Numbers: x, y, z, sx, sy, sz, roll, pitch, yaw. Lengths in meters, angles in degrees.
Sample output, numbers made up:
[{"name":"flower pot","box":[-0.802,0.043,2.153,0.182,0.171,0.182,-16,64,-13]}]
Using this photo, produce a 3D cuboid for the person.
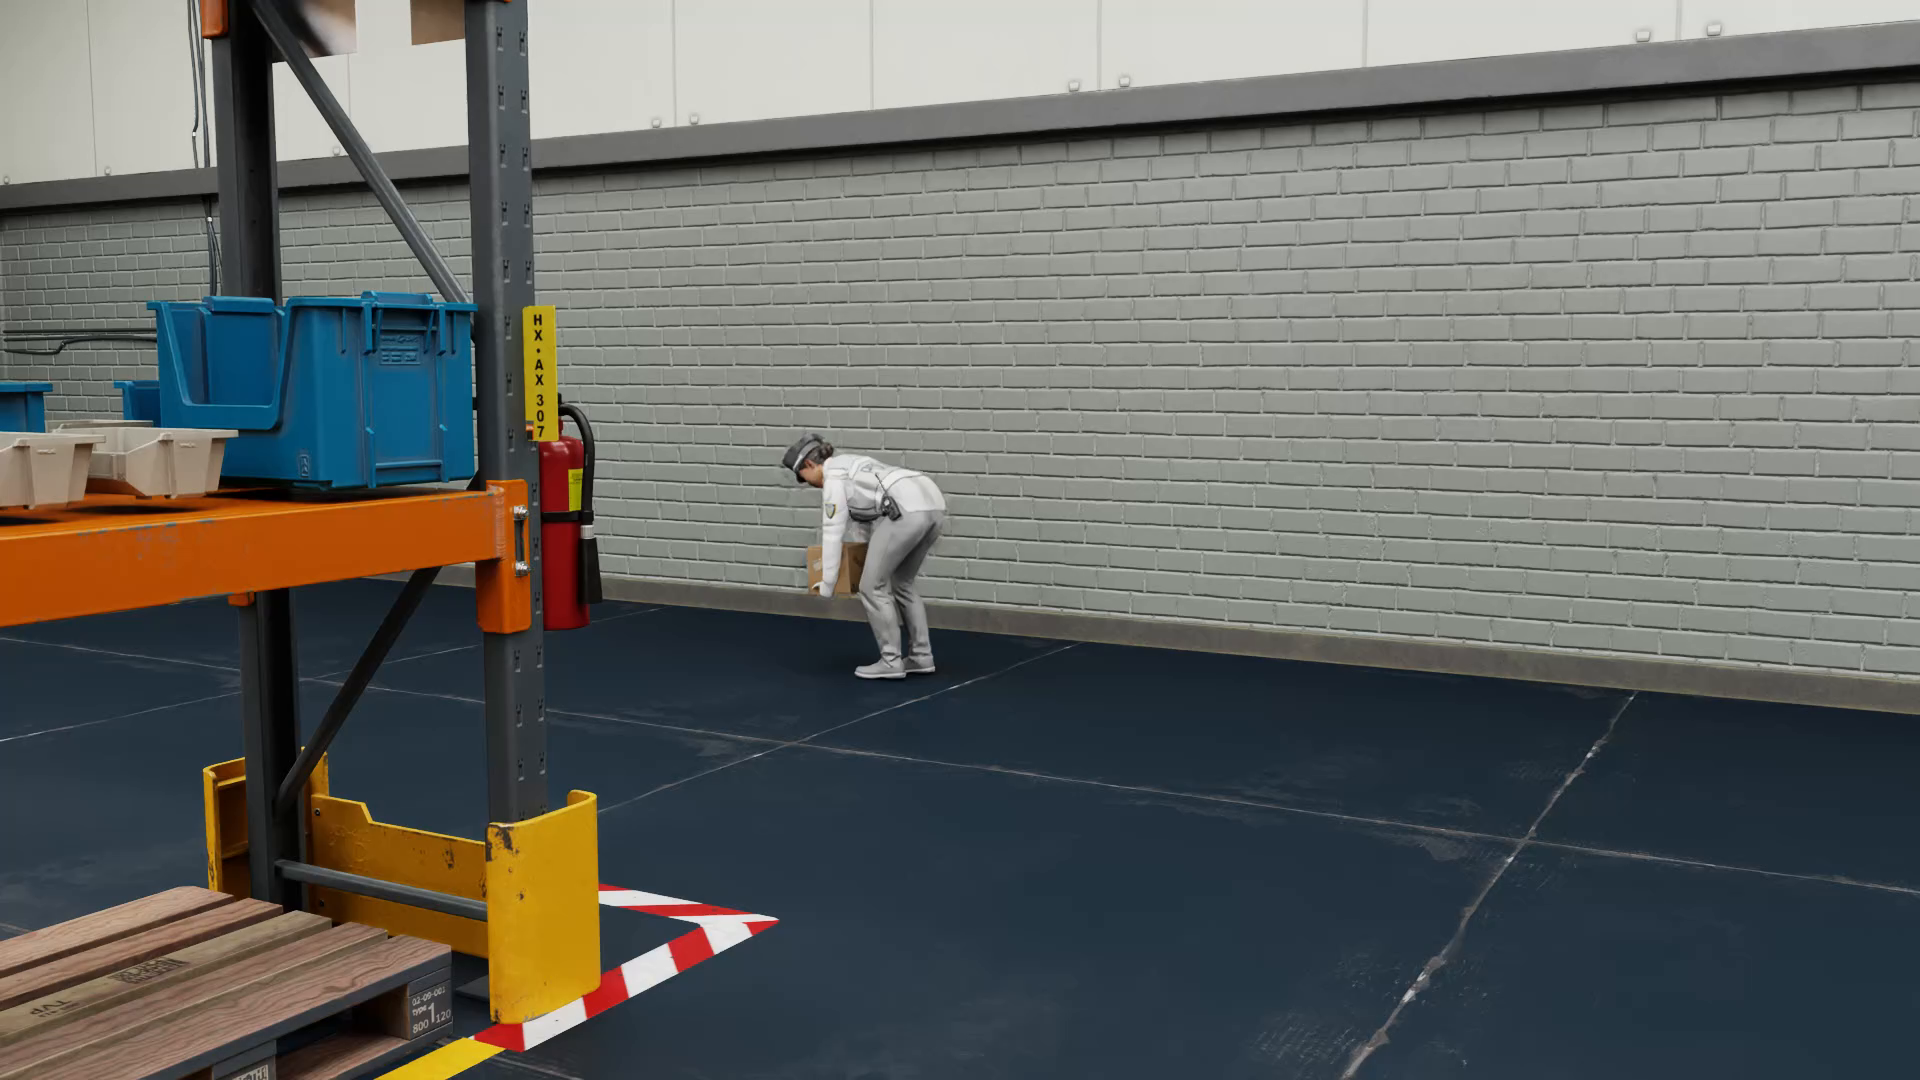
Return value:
[{"name":"person","box":[-0.512,0.077,8.631,0.905,1.251,0.412,3,7,27]}]
